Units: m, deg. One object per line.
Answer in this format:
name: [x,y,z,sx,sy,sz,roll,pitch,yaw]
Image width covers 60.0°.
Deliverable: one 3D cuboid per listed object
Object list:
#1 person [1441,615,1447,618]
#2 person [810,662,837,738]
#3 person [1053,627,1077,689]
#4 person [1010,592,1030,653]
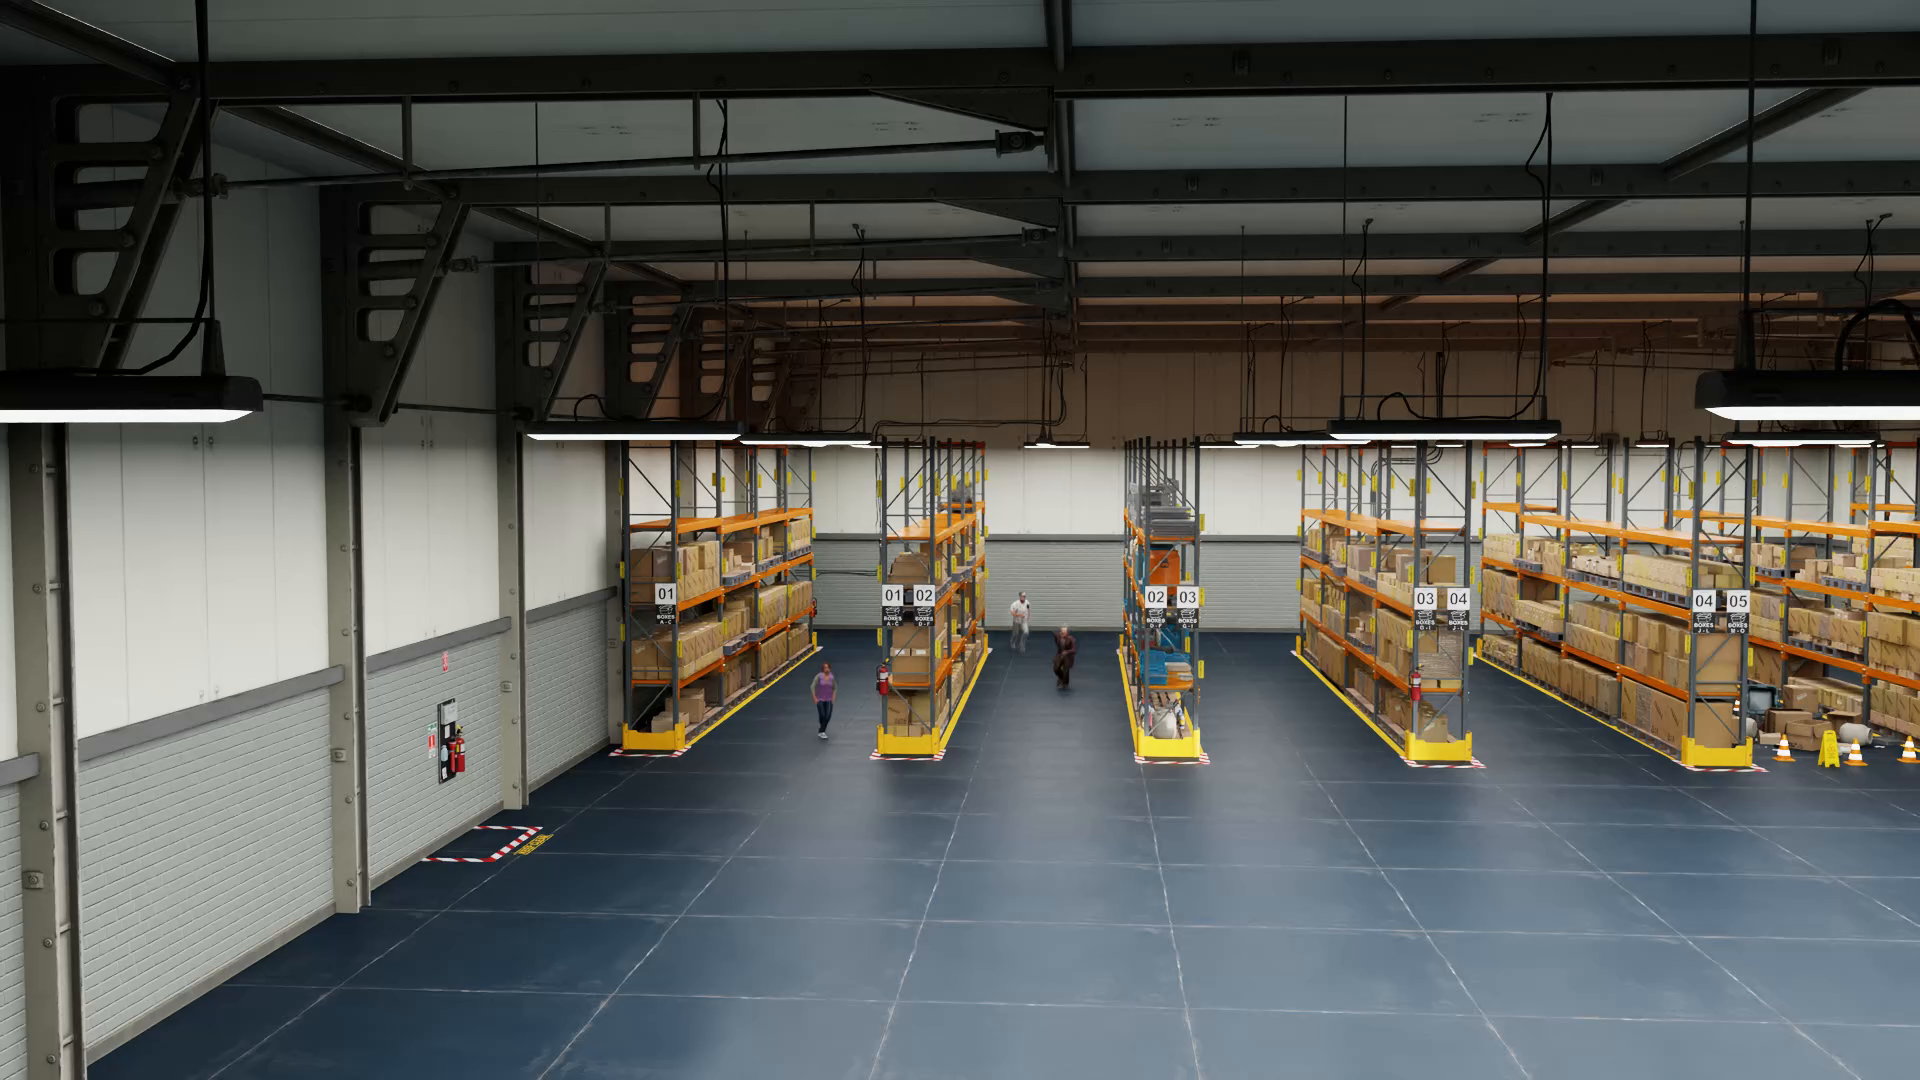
person: [13.575,2.433,46.692,0.649,1.684,0.676,2,4,31]
person: [-2.714,3.187,33.156,0.549,1.532,0.511,-1,3,-17]
person: [2.487,2.819,39.697,0.732,1.538,1.060,1,3,21]
person: [1.697,2.342,47.443,0.687,1.788,0.923,-1,3,-22]
